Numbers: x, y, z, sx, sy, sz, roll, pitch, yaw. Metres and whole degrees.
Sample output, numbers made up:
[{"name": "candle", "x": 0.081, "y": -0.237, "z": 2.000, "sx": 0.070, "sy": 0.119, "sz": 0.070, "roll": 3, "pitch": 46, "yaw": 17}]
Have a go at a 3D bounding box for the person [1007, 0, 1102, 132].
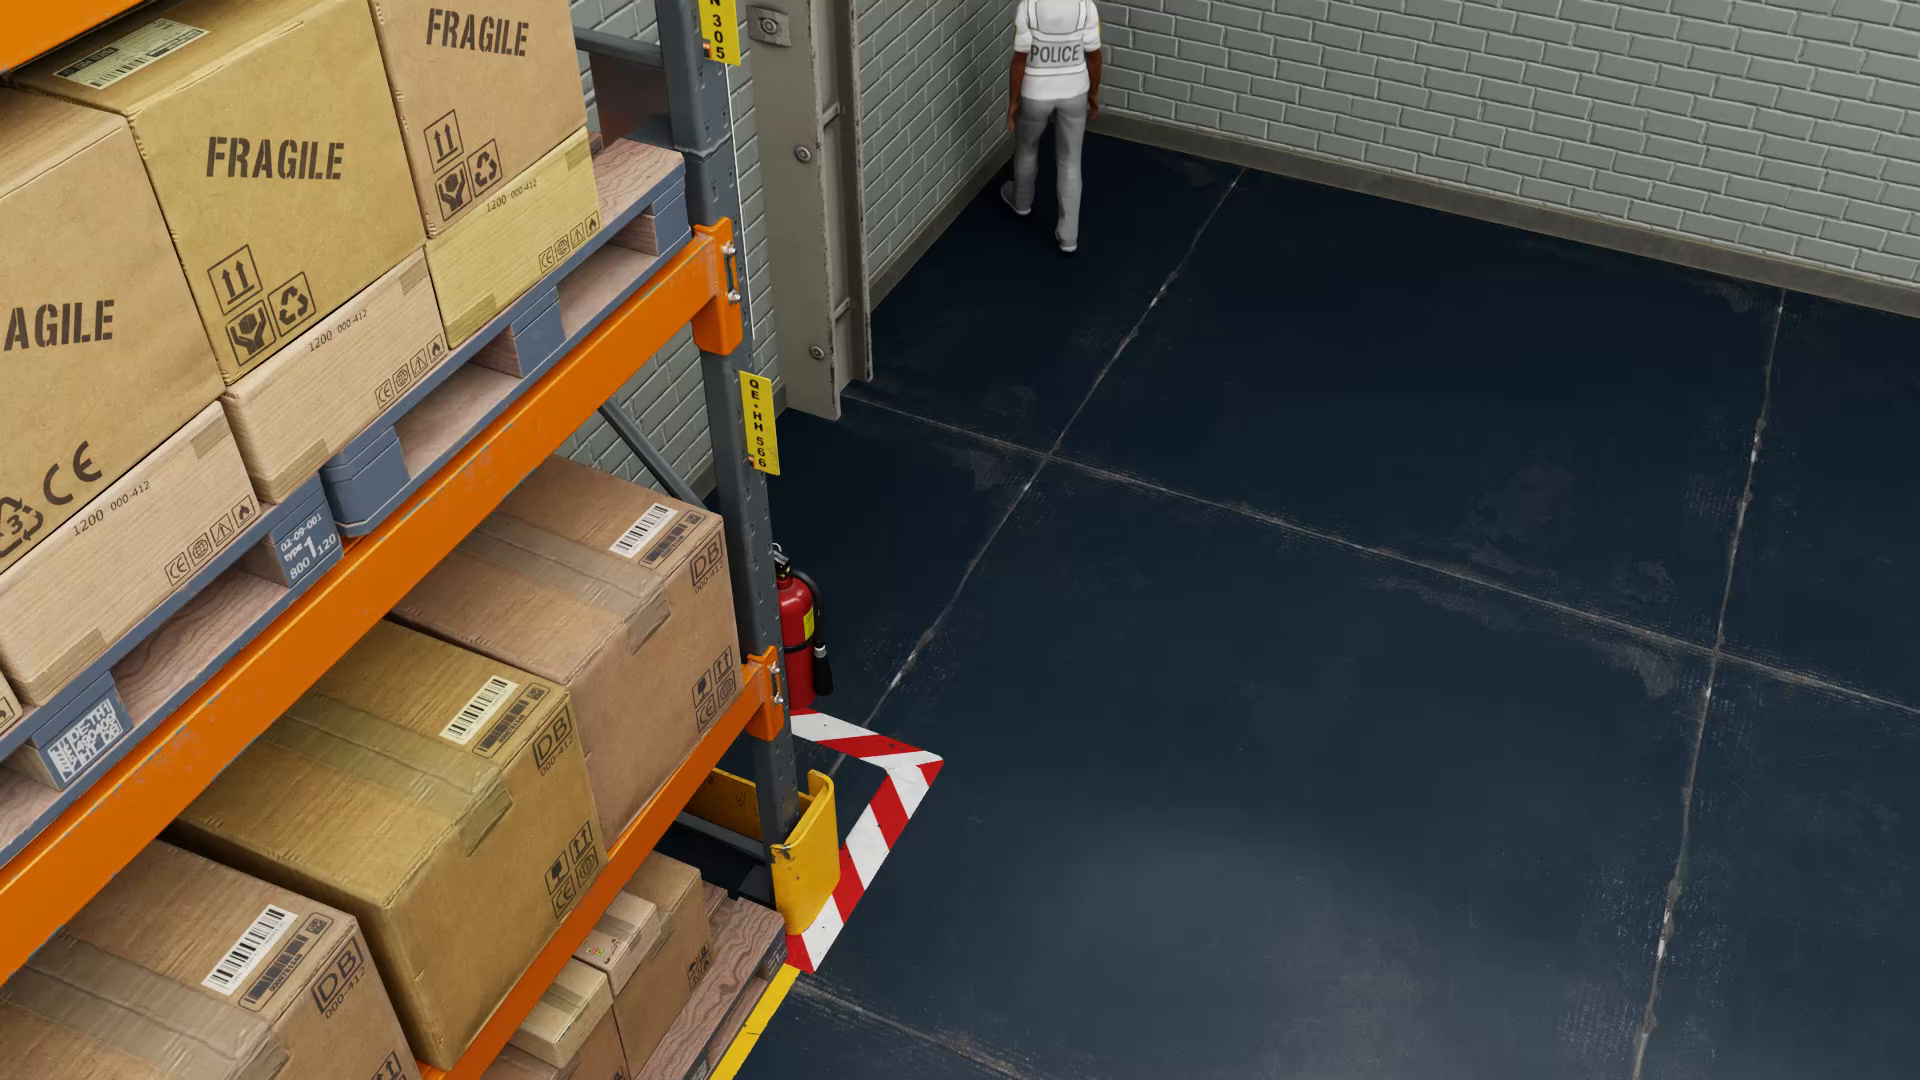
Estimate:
[{"name": "person", "x": 0.488, "y": -2.561, "z": 8.492, "sx": 0.496, "sy": 0.975, "sz": 0.329, "roll": -3, "pitch": 42, "yaw": -3}]
